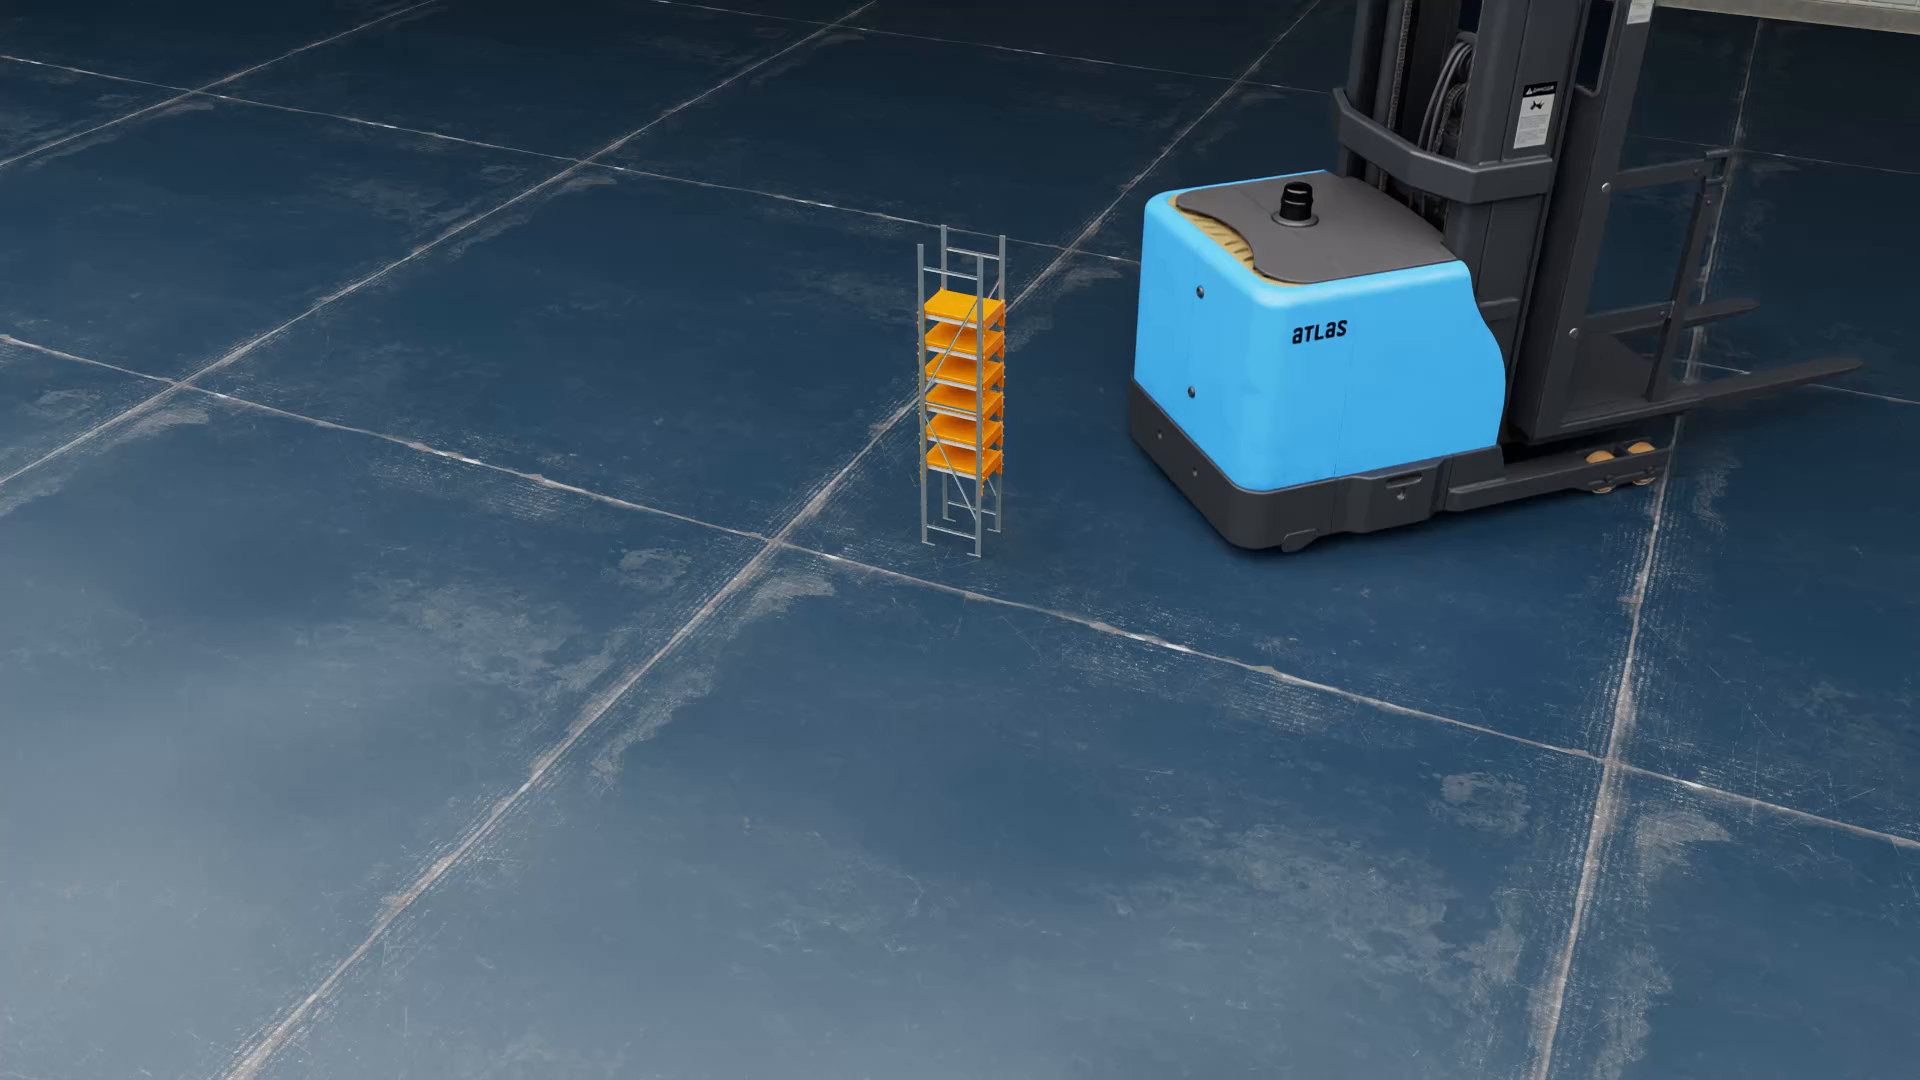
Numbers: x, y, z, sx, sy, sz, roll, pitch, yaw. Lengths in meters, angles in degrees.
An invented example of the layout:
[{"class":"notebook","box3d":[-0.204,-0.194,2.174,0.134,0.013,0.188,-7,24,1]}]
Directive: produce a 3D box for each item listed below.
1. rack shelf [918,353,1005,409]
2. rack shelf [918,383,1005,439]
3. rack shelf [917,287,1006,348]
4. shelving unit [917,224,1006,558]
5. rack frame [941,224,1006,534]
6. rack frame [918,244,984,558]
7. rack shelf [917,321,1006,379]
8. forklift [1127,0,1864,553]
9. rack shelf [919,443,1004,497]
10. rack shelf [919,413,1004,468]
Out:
[{"class":"rack shelf","box3d":[0.006,-0.572,5.891,0.258,0.103,0.180,14,36,20]},{"class":"rack shelf","box3d":[0.006,-0.472,5.956,0.258,0.103,0.180,14,36,20]},{"class":"rack shelf","box3d":[0.006,-0.773,5.759,0.258,0.103,0.180,14,36,20]},{"class":"shelving unit","box3d":[0.006,-0.509,5.932,0.258,1.200,0.189,14,36,20]},{"class":"rack frame","box3d":[0.044,-0.555,6.001,0.240,1.200,0.006,14,36,20]},{"class":"rack frame","box3d":[-0.032,-0.463,5.862,0.240,1.200,0.006,14,36,20]},{"class":"rack shelf","box3d":[0.006,-0.673,5.825,0.258,0.103,0.180,14,36,20]},{"class":"forklift","box3d":[2.258,-1.668,6.120,3.031,2.935,1.130,-11,35,-17]},{"class":"rack shelf","box3d":[0.006,-0.271,6.088,0.258,0.103,0.180,14,36,20]},{"class":"rack shelf","box3d":[0.006,-0.371,6.022,0.258,0.103,0.180,14,36,20]}]
